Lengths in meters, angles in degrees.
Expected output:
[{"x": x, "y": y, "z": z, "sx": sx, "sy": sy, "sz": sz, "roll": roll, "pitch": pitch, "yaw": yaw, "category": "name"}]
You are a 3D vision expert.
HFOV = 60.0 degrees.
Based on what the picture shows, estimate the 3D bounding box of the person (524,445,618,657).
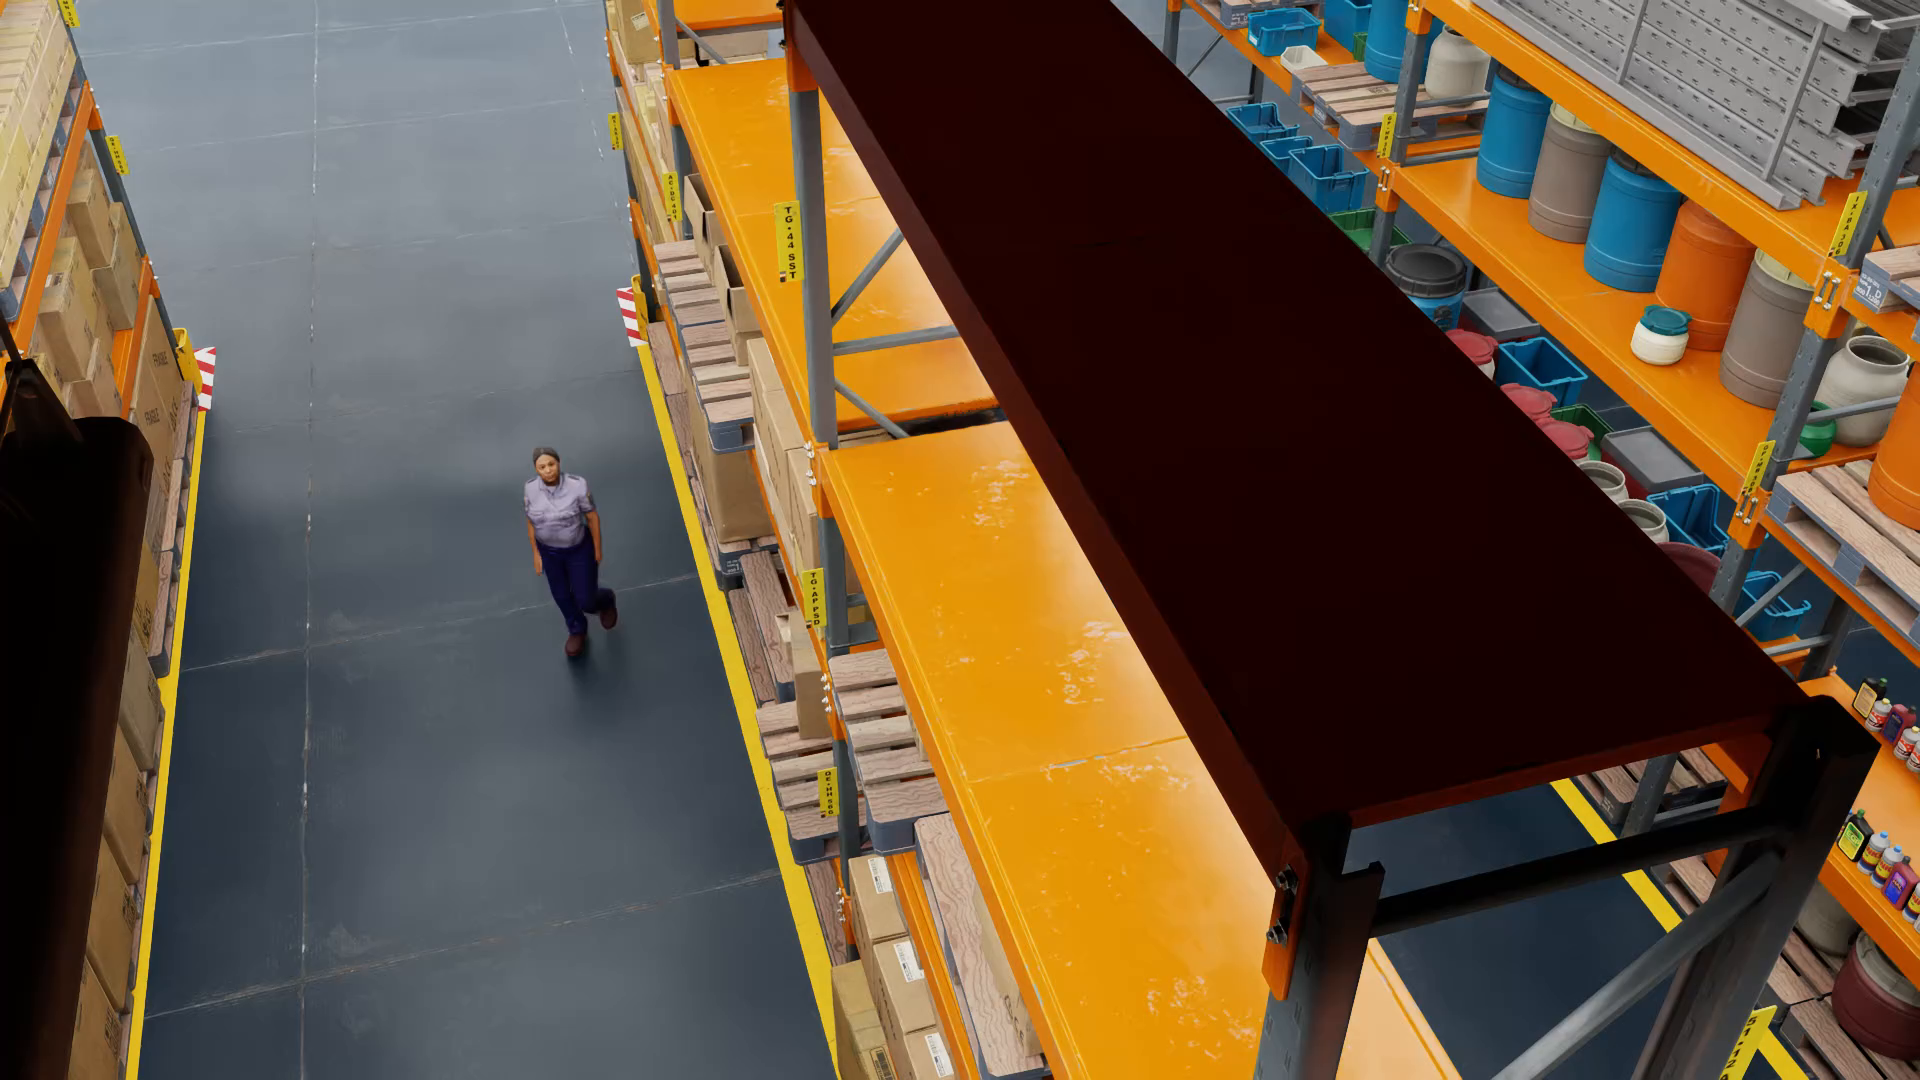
[{"x": -2.694, "y": 0.044, "z": 11.441, "sx": 0.481, "sy": 1.627, "sz": 0.505, "roll": 9, "pitch": 39, "yaw": 12, "category": "person"}]
